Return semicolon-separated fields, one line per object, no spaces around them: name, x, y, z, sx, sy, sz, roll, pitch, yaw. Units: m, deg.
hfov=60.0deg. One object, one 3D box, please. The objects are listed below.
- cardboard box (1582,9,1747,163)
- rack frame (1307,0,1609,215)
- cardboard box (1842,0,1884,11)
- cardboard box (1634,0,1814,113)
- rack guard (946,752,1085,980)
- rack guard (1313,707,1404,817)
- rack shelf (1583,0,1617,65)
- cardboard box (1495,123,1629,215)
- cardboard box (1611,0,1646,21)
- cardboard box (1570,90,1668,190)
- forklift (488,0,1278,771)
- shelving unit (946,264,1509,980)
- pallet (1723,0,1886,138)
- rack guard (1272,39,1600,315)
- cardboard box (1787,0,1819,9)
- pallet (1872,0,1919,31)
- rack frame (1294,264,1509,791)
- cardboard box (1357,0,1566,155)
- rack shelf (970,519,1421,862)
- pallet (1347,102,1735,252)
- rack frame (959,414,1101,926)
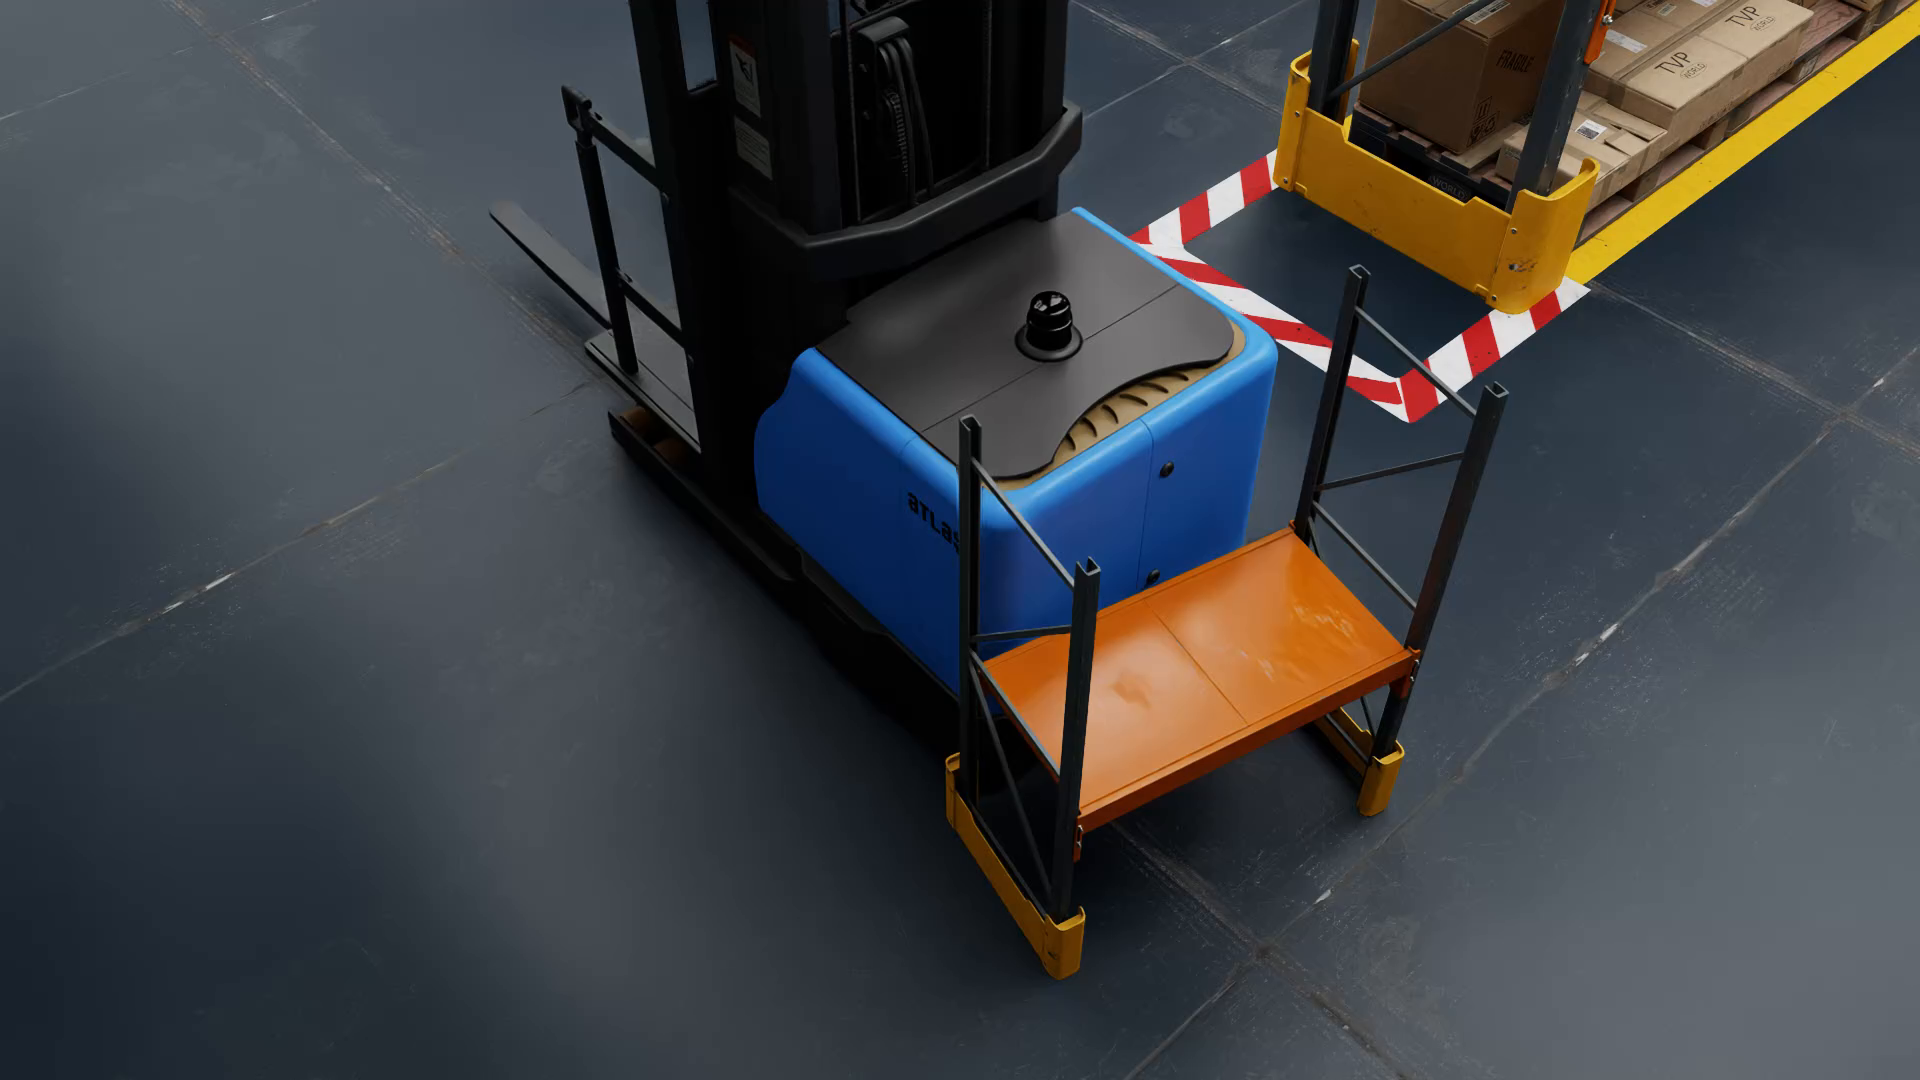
cardboard box;2.634;-1.754;6.399;0.500;0.250;0.500;-34;56;-27
rack frame;1.671;-2.175;5.216;0.127;3.000;1.000;-34;56;-27
cardboard box;3.845;-2.584;7.123;0.500;0.311;0.500;-34;56;-27
cardboard box;3.004;-2.001;6.627;0.500;0.250;0.500;-34;56;-27
rack guard;0.134;0.835;4.309;0.087;0.250;0.587;-22;51;-19
rack guard;1.002;0.476;4.641;0.087;0.250;0.587;-22;51;-19
rack shelf;3.151;-2.920;6.393;4.000;0.370;1.077;-34;56;-27
cardboard box;2.212;-1.378;6.121;0.250;0.149;0.380;-34;56;-27
cardboard box;2.631;-2.248;6.855;0.500;0.250;0.500;-34;56;-27
cardboard box;2.397;-1.507;6.228;0.250;0.166;0.380;-34;56;-27
forklift;-0.496;-1.376;4.525;1.130;2.935;3.031;-32;55;-26
shelving unit;0.568;0.232;4.016;1.083;1.500;0.587;-22;51;-19
pallet;3.219;-2.262;7.194;1.213;0.211;1.003;-34;56;-27
rack guard;1.727;-1.365;6.170;0.348;0.500;1.175;-34;56;-27
cardboard box;3.244;-2.524;6.937;0.637;0.503;0.797;-34;56;-27
pallet;4.122;-2.868;7.753;1.213;0.211;1.003;-34;56;-27
rack frame;1.019;0.045;4.188;0.032;1.500;0.500;-22;51;-19
cardboard box;1.907;-1.880;6.345;0.500;0.500;0.500;-34;56;-27
rack shelf;0.576;0.350;4.151;1.000;0.185;0.538;-22;51;-19
pallet;2.316;-1.662;6.640;1.213;0.211;1.003;-34;56;-27
rack frame;0.133;0.412;3.850;0.032;1.500;0.500;-22;51;-19
